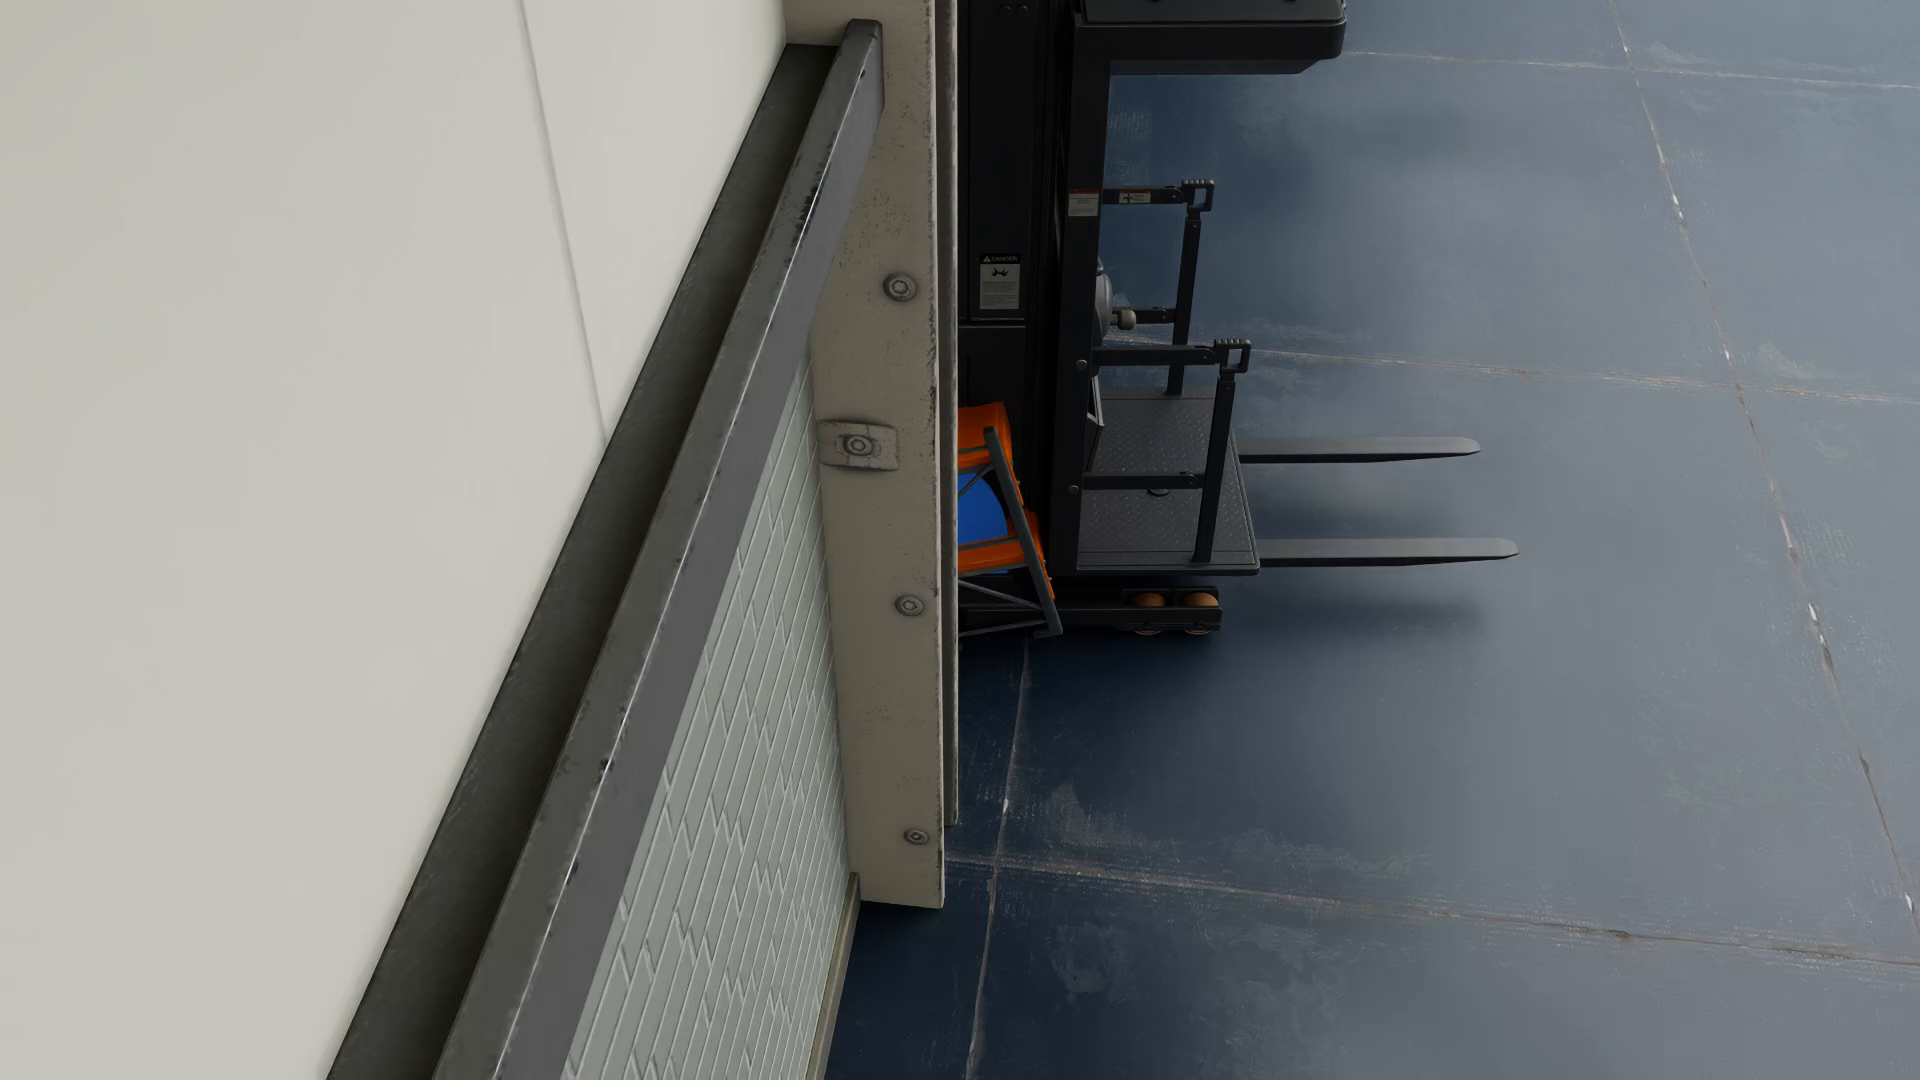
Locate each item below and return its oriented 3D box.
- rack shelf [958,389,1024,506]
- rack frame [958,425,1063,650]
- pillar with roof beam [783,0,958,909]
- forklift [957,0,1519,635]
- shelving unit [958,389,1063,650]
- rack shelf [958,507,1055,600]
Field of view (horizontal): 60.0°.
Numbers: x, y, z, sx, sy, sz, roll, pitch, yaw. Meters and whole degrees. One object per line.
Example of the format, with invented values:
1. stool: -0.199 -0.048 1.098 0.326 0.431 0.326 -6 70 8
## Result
1. rack shelf: -0.072 -0.539 5.991 0.538 0.278 1.000 -10 49 10
2. rack frame: 0.008 0.031 5.879 0.500 1.125 0.032 -10 49 10
3. pillar with roof beam: 4.082 -1.812 2.119 9.100 9.000 0.400 5 44 6
4. forklift: 0.625 -1.069 5.747 3.031 2.935 1.130 0 43 0
5. shelving unit: -0.002 -0.356 6.209 0.538 1.125 1.048 -10 49 10
6. rack shelf: 0.057 -0.202 6.390 0.538 0.278 1.000 -10 49 10
